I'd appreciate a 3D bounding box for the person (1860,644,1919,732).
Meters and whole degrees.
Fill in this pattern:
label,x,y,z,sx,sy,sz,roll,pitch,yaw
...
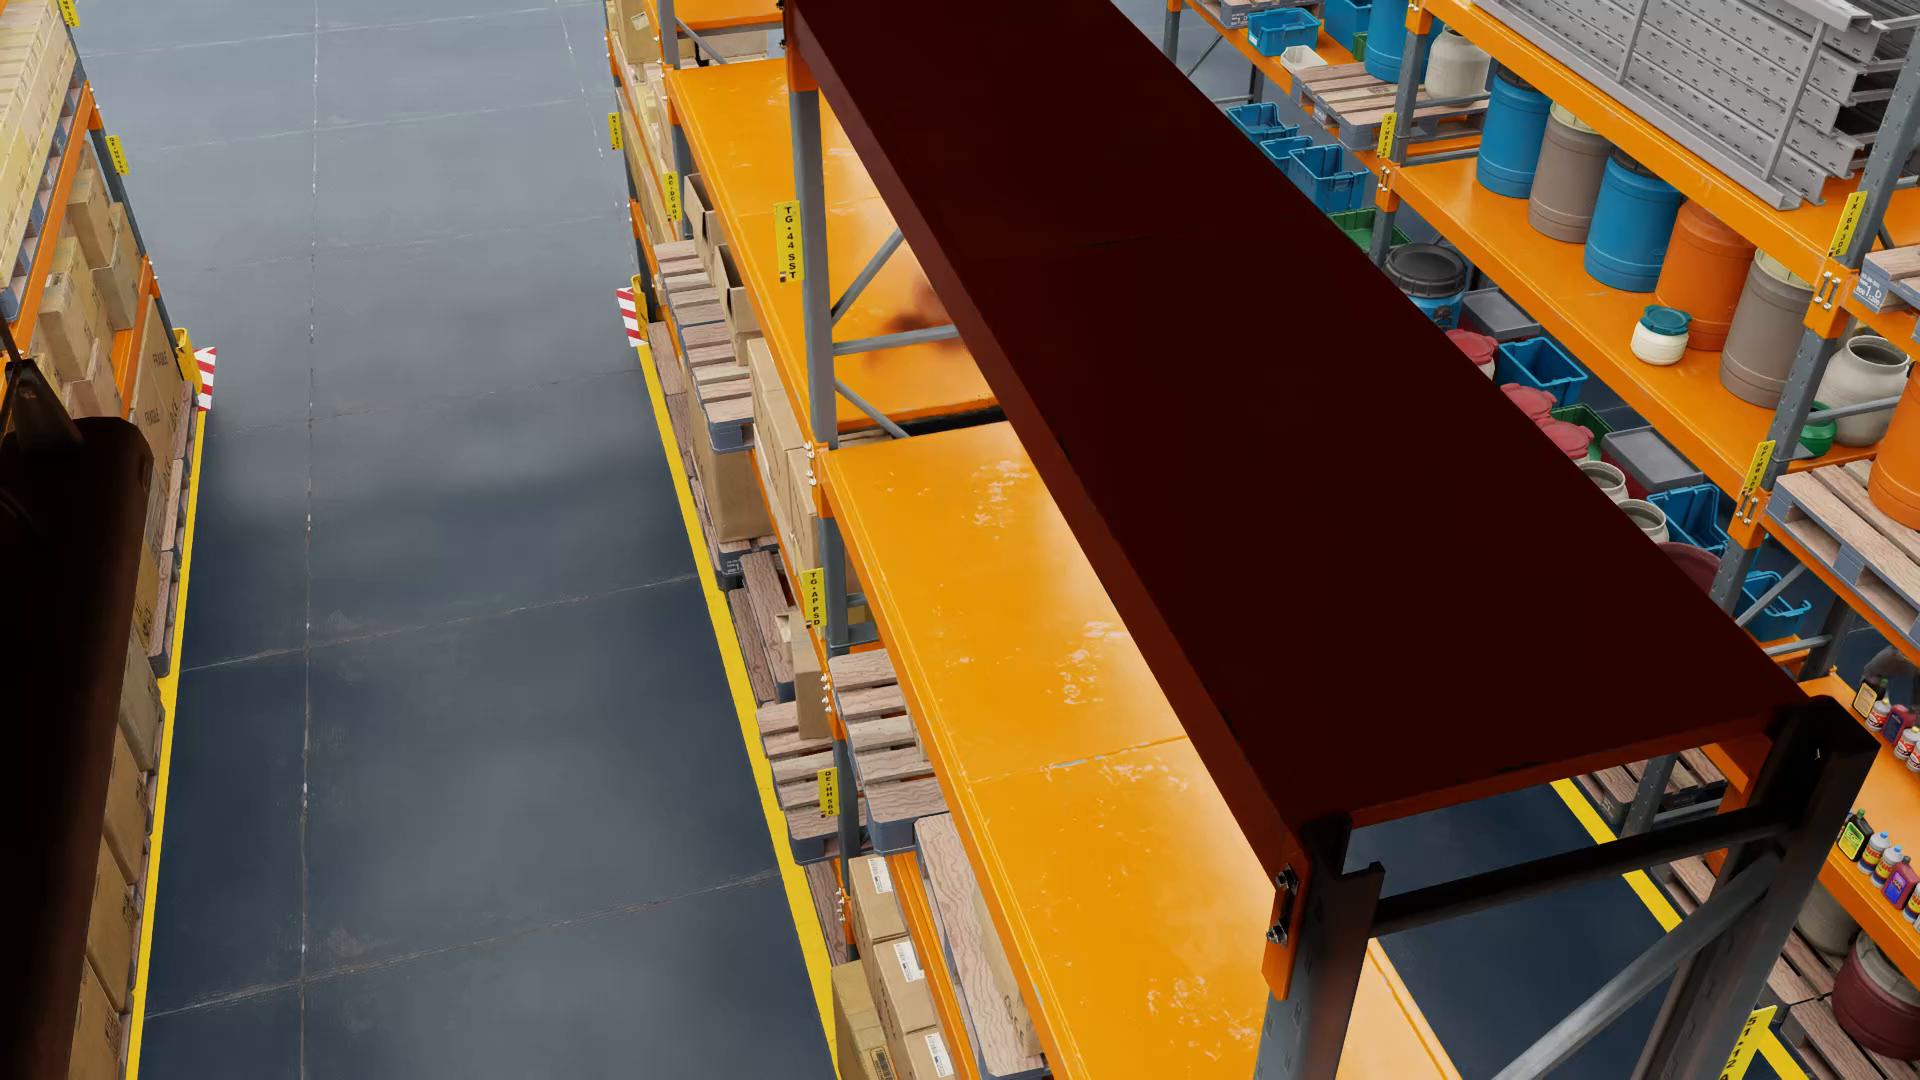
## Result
label,x,y,z,sx,sy,sz,roll,pitch,yaw
person,6.106,0.758,10.526,0.594,1.748,0.753,-10,39,-12

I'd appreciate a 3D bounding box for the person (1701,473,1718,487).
label,x,y,z,sx,sy,sz,roll,pitch,yaw
person,6.116,-0.911,12.651,0.608,1.643,0.903,-20,43,-24
